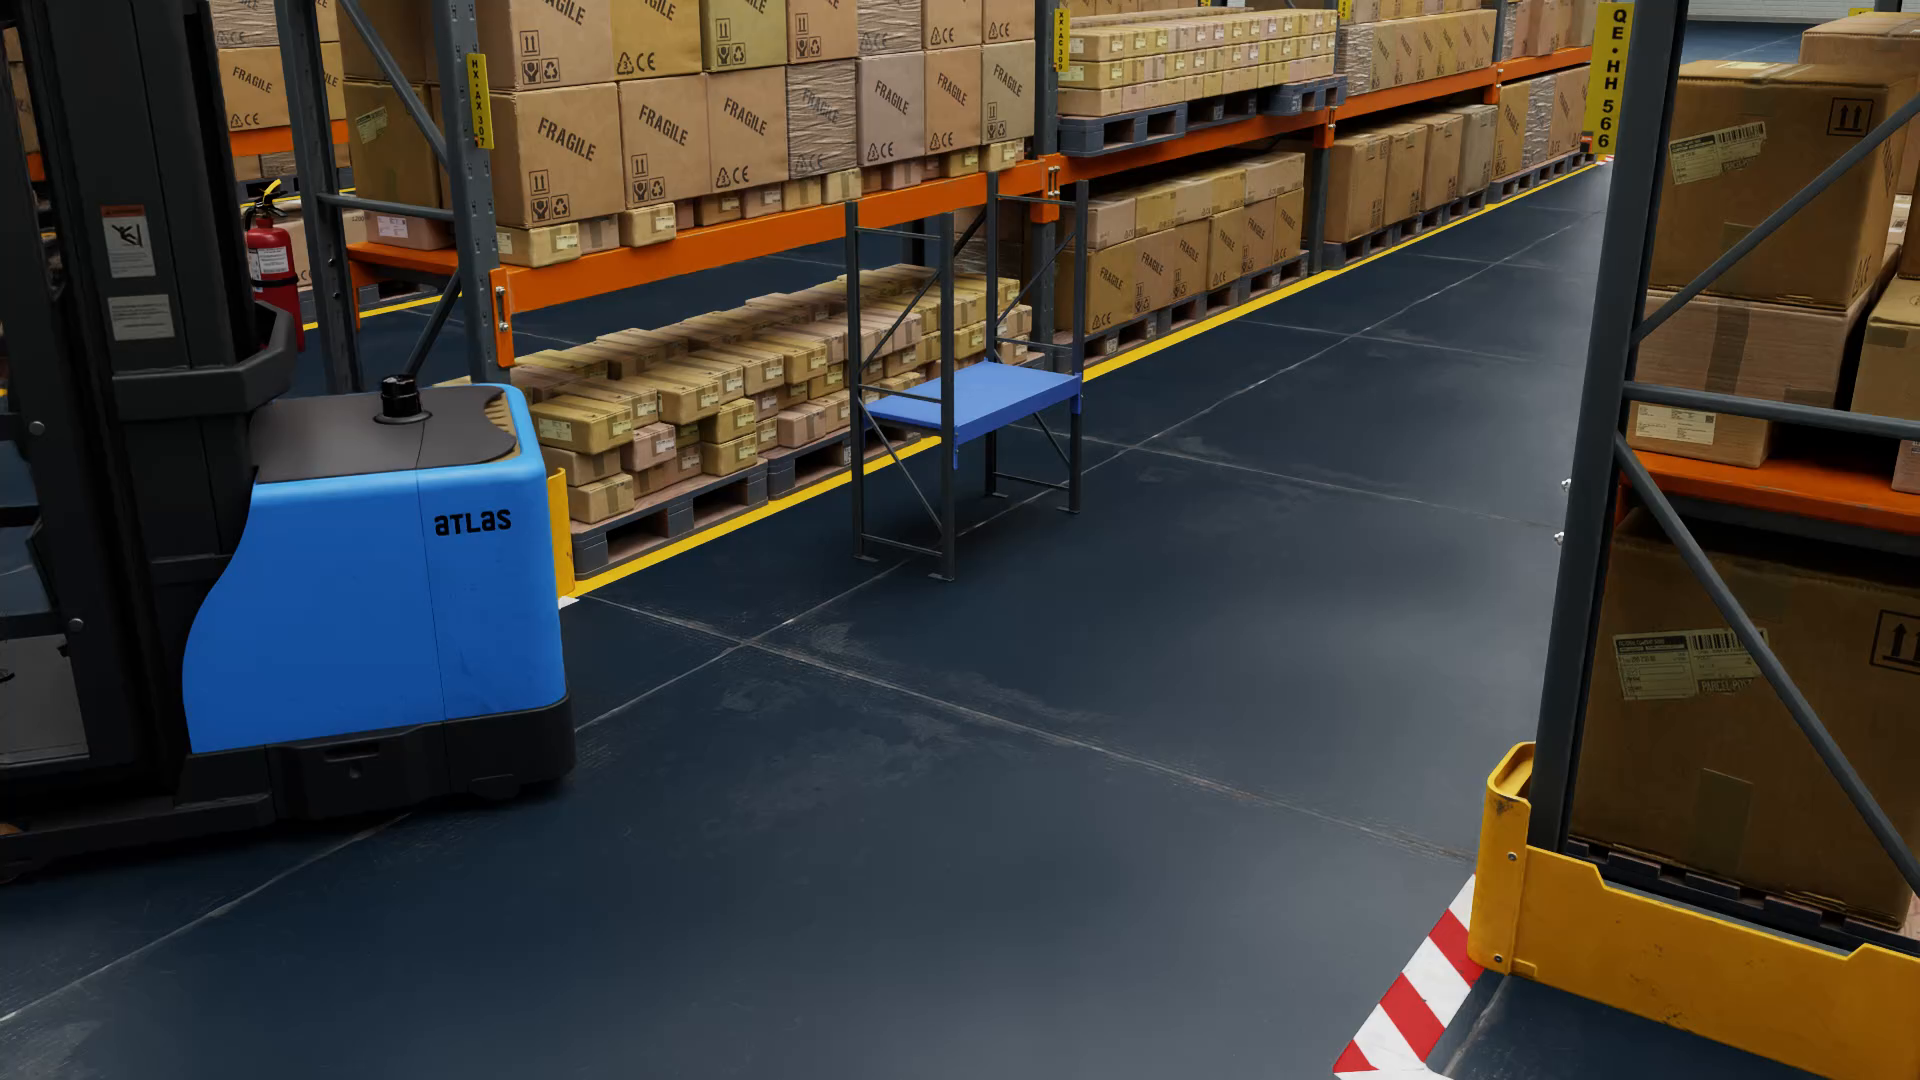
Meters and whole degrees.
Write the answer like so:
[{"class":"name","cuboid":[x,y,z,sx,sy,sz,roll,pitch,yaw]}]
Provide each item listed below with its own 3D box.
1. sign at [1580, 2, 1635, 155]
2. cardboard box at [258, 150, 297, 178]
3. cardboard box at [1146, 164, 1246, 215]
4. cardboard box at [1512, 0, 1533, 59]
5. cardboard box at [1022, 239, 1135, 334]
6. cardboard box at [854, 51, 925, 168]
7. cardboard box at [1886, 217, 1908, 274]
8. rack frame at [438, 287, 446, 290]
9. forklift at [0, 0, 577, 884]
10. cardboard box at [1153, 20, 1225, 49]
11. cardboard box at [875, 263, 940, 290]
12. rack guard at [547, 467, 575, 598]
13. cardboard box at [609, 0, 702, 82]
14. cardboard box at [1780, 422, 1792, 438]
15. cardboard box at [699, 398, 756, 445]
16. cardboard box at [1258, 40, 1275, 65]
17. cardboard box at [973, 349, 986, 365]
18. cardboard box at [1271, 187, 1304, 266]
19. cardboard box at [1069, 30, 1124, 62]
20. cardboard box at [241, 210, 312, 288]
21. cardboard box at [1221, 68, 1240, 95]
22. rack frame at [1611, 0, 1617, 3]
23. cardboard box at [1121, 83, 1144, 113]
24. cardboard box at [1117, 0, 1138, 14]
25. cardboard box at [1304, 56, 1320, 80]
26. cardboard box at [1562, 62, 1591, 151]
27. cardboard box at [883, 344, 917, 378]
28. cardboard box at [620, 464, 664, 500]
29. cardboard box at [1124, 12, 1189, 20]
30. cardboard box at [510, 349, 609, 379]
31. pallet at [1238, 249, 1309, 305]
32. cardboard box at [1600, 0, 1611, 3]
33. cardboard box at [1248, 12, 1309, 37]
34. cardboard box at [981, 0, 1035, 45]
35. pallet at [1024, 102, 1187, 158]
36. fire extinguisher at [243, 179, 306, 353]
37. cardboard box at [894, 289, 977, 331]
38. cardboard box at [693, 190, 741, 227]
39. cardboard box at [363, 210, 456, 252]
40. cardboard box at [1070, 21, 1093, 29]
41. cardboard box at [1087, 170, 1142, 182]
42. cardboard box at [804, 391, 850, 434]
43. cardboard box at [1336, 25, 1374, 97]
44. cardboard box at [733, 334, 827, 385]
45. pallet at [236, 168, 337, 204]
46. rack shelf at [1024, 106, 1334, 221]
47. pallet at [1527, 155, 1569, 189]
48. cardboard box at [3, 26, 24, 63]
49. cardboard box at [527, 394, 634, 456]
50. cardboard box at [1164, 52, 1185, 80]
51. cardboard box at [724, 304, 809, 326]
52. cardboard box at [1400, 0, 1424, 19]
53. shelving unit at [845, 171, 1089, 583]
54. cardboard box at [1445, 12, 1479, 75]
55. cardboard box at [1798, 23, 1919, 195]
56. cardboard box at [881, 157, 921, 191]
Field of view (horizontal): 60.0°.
[{"class":"sign","cuboid":[1.450,-1.024,3.698,0.100,0.325,0.005,13,24,32]},{"class":"cardboard box","cuboid":[-6.833,-3.871,16.404,0.500,0.500,0.500,12,24,30]},{"class":"cardboard box","cuboid":[1.602,-2.390,11.320,0.500,0.250,0.500,14,24,33]},{"class":"cardboard box","cuboid":[5.080,-5.040,16.350,0.875,0.550,0.550,13,24,32]},{"class":"cardboard box","cuboid":[0.729,-1.588,10.233,0.500,0.500,0.500,14,25,34]},{"class":"cardboard box","cuboid":[-0.517,-2.105,8.059,0.500,0.500,0.500,13,24,32]},{"class":"cardboard box","cuboid":[2.516,-0.811,4.921,0.500,0.250,0.500,12,24,30]},{"class":"rack frame","cuboid":[-4.056,-3.340,11.971,1.000,3.000,0.127,13,24,32]},{"class":"forklift","cuboid":[-2.769,-0.594,4.647,3.031,2.935,1.130,-6,21,-17]},{"class":"cardboard box","cuboid":[1.422,-3.156,10.373,0.380,0.149,0.250,14,25,34]},{"class":"cardboard box","cuboid":[-0.270,-1.484,9.600,0.380,0.149,0.250,14,25,34]},{"class":"rack guard","cuboid":[-2.111,-0.105,6.829,1.175,0.500,0.348,13,24,32]},{"class":"cardboard box","cuboid":[-1.404,-2.134,6.697,0.500,0.500,0.500,14,25,33]},{"class":"cardboard box","cuboid":[1.964,-0.383,4.339,0.380,0.149,0.250,14,24,32]},{"class":"cardboard box","cuboid":[-1.148,-0.563,7.539,0.380,0.149,0.250,14,25,33]},{"class":"cardboard box","cuboid":[1.865,-3.244,11.039,0.380,0.149,0.250,13,24,31]},{"class":"cardboard box","cuboid":[-0.059,-1.026,9.220,0.380,0.149,0.250,14,25,33]},{"class":"cardboard box","cuboid":[2.189,-2.336,12.254,0.500,0.500,0.500,13,24,32]},{"class":"cardboard box","cuboid":[0.696,-2.785,9.370,0.380,0.149,0.250,15,25,35]},{"class":"cardboard box","cuboid":[-5.001,-1.919,11.217,0.875,0.438,0.875,12,24,30]},{"class":"cardboard box","cuboid":[1.570,-2.953,10.682,0.380,0.149,0.250,12,23,29]},{"class":"rack frame","cuboid":[6.840,-5.847,18.747,1.000,3.000,0.127,13,24,32]},{"class":"cardboard box","cuboid":[0.847,-2.587,9.691,0.380,0.149,0.250,14,24,33]},{"class":"cardboard box","cuboid":[1.742,-6.333,19.488,0.500,0.500,0.500,14,24,32]},{"class":"cardboard box","cuboid":[2.305,-3.328,11.696,0.380,0.149,0.250,13,24,32]},{"class":"cardboard box","cuboid":[6.514,-4.840,18.482,0.875,0.875,0.875,13,24,32]},{"class":"cardboard box","cuboid":[-0.447,-0.960,8.613,0.380,0.149,0.250,14,24,33]},{"class":"cardboard box","cuboid":[-1.515,-0.295,7.242,0.380,0.149,0.250,13,24,32]},{"class":"cardboard box","cuboid":[1.333,-3.514,11.339,0.380,0.149,0.250,15,25,34]},{"class":"cardboard box","cuboid":[-1.837,-0.756,7.632,0.380,0.149,0.250,13,24,31]},{"class":"pallet","cuboid":[1.903,-2.019,12.420,1.003,0.211,1.213,13,24,32]},{"class":"cardboard box","cuboid":[6.669,-5.802,18.409,0.875,0.550,0.550,13,24,32]},{"class":"cardboard box","cuboid":[2.157,-3.533,11.391,0.380,0.149,0.250,14,25,33]},{"class":"cardboard box","cuboid":[0.054,-2.871,8.690,0.500,0.500,0.500,12,24,30]},{"class":"pallet","cuboid":[0.645,-2.504,9.989,1.003,0.211,1.213,13,24,32]},{"class":"fire extinguisher","cuboid":[-2.677,-1.062,6.462,0.296,0.674,0.183,13,24,32]},{"class":"cardboard box","cuboid":[-0.135,-1.236,8.928,0.380,0.149,0.250,13,24,31]},{"class":"cardboard box","cuboid":[-1.191,-1.489,7.329,0.380,0.149,0.250,13,24,31]},{"class":"cardboard box","cuboid":[-2.204,-1.287,6.782,0.380,0.149,0.250,13,24,32]},{"class":"cardboard box","cuboid":[0.603,-3.141,10.333,0.380,0.149,0.250,13,24,32]},{"class":"cardboard box","cuboid":[0.890,-2.342,11.190,0.500,0.250,0.500,12,23,29]},{"class":"cardboard box","cuboid":[-0.736,-0.650,8.203,0.380,0.149,0.250,13,24,32]},{"class":"cardboard box","cuboid":[2.819,-3.674,12.730,0.500,0.500,0.500,14,24,32]},{"class":"cardboard box","cuboid":[-0.855,-0.860,7.913,0.380,0.149,0.250,14,24,33]},{"class":"pallet","cuboid":[-7.052,-3.591,16.670,1.003,0.211,1.213,13,24,32]},{"class":"rack shelf","cuboid":[1.219,-2.640,11.115,1.077,0.370,4.000,13,24,32]},{"class":"pallet","cuboid":[5.769,-3.945,17.627,1.003,0.211,1.213,13,24,32]},{"class":"cardboard box","cuboid":[-5.515,-2.940,9.304,0.500,0.500,0.500,13,24,30]},{"class":"cardboard box","cuboid":[-1.578,-0.479,6.882,0.380,0.149,0.250,12,23,29]},{"class":"cardboard box","cuboid":[1.131,-2.869,10.026,0.380,0.149,0.250,12,24,30]},{"class":"cardboard box","cuboid":[-0.999,-1.104,8.572,0.380,0.149,0.250,12,24,30]},{"class":"cardboard box","cuboid":[3.461,-4.634,13.883,0.700,0.500,0.500,13,24,31]},{"class":"shelving unit","cuboid":[0.048,-0.728,7.071,0.538,1.500,1.048,13,24,32]},{"class":"cardboard box","cuboid":[4.235,-4.399,14.690,0.500,0.500,0.500,13,24,31]},{"class":"cardboard box","cuboid":[3.087,-1.451,5.569,0.500,0.500,0.500,12,24,30]},{"class":"cardboard box","cuboid":[-0.420,-1.845,8.291,0.380,0.149,0.250,12,23,30]}]
